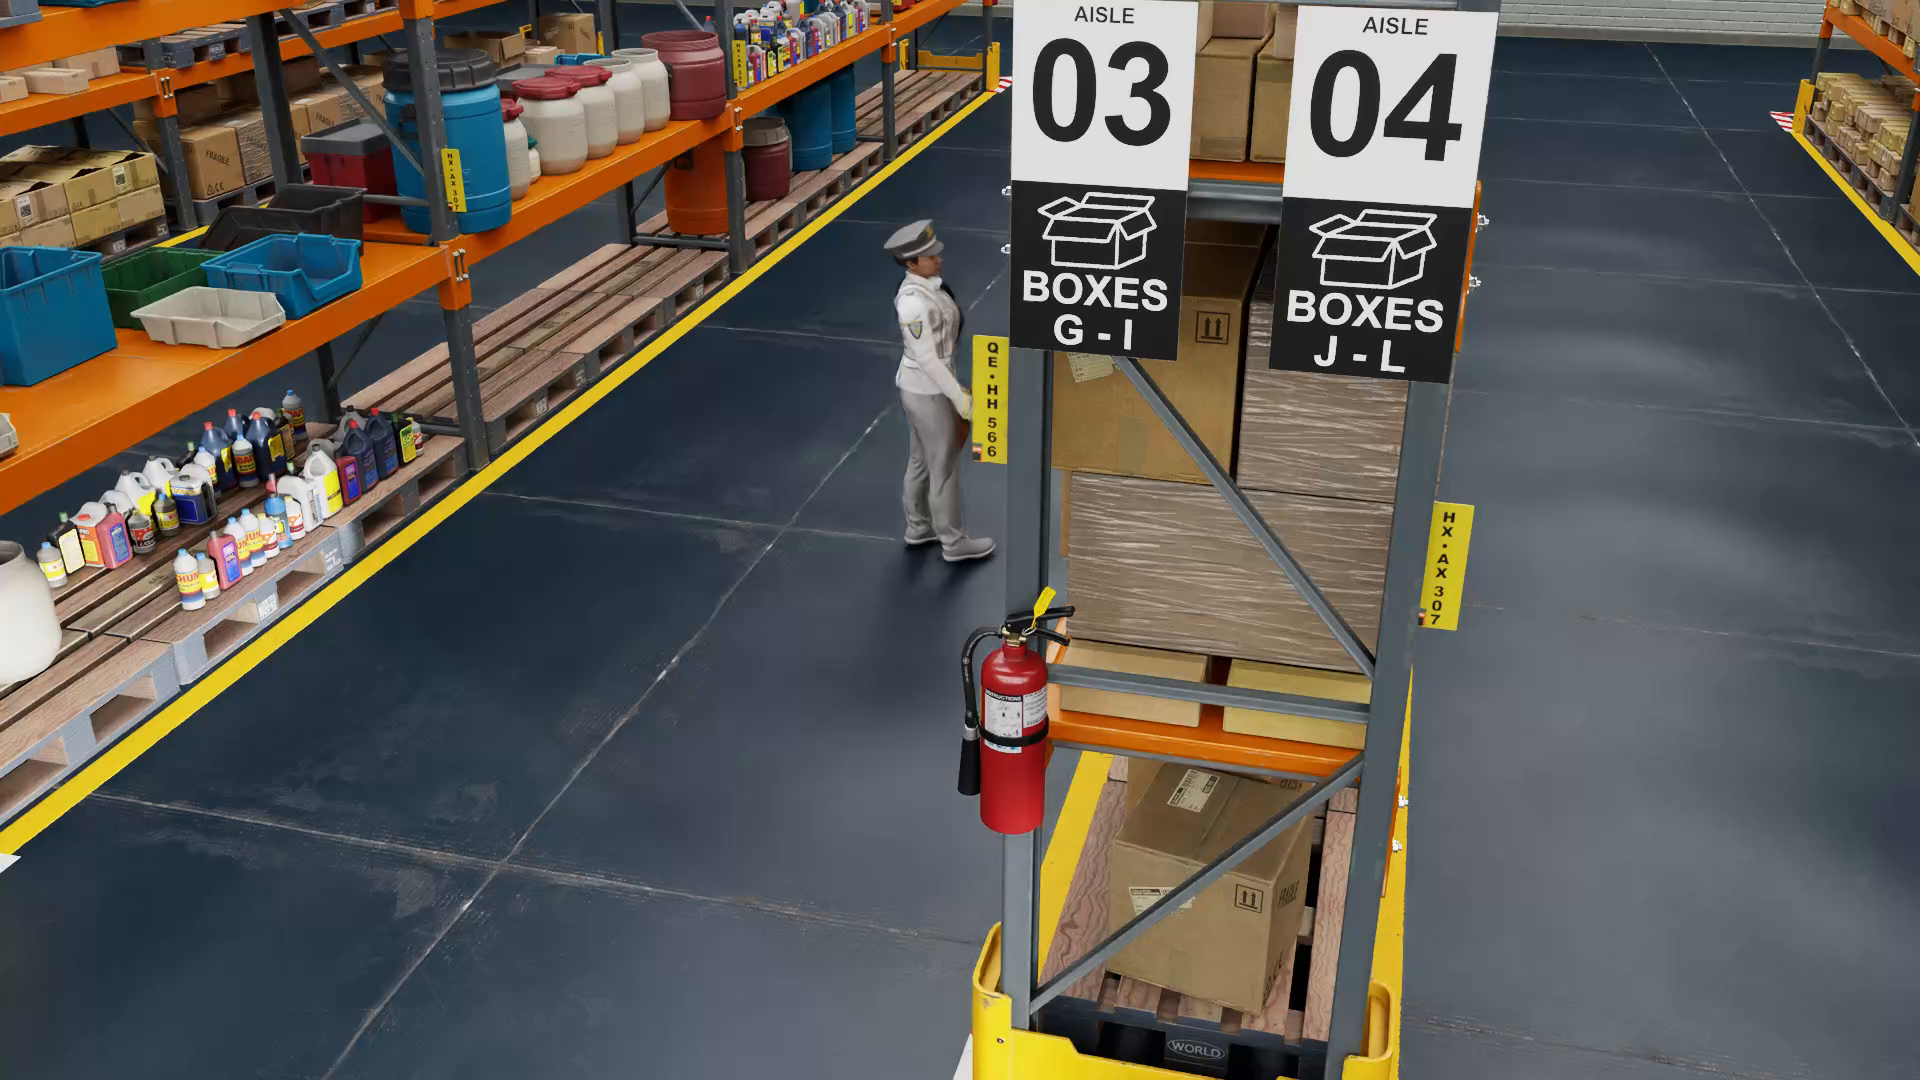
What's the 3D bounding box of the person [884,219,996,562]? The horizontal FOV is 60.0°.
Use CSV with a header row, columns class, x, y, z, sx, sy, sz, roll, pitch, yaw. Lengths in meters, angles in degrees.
class,x,y,z,sx,sy,sz,roll,pitch,yaw
person,-0.089,-0.726,8.065,0.533,1.694,0.501,-1,25,-1
